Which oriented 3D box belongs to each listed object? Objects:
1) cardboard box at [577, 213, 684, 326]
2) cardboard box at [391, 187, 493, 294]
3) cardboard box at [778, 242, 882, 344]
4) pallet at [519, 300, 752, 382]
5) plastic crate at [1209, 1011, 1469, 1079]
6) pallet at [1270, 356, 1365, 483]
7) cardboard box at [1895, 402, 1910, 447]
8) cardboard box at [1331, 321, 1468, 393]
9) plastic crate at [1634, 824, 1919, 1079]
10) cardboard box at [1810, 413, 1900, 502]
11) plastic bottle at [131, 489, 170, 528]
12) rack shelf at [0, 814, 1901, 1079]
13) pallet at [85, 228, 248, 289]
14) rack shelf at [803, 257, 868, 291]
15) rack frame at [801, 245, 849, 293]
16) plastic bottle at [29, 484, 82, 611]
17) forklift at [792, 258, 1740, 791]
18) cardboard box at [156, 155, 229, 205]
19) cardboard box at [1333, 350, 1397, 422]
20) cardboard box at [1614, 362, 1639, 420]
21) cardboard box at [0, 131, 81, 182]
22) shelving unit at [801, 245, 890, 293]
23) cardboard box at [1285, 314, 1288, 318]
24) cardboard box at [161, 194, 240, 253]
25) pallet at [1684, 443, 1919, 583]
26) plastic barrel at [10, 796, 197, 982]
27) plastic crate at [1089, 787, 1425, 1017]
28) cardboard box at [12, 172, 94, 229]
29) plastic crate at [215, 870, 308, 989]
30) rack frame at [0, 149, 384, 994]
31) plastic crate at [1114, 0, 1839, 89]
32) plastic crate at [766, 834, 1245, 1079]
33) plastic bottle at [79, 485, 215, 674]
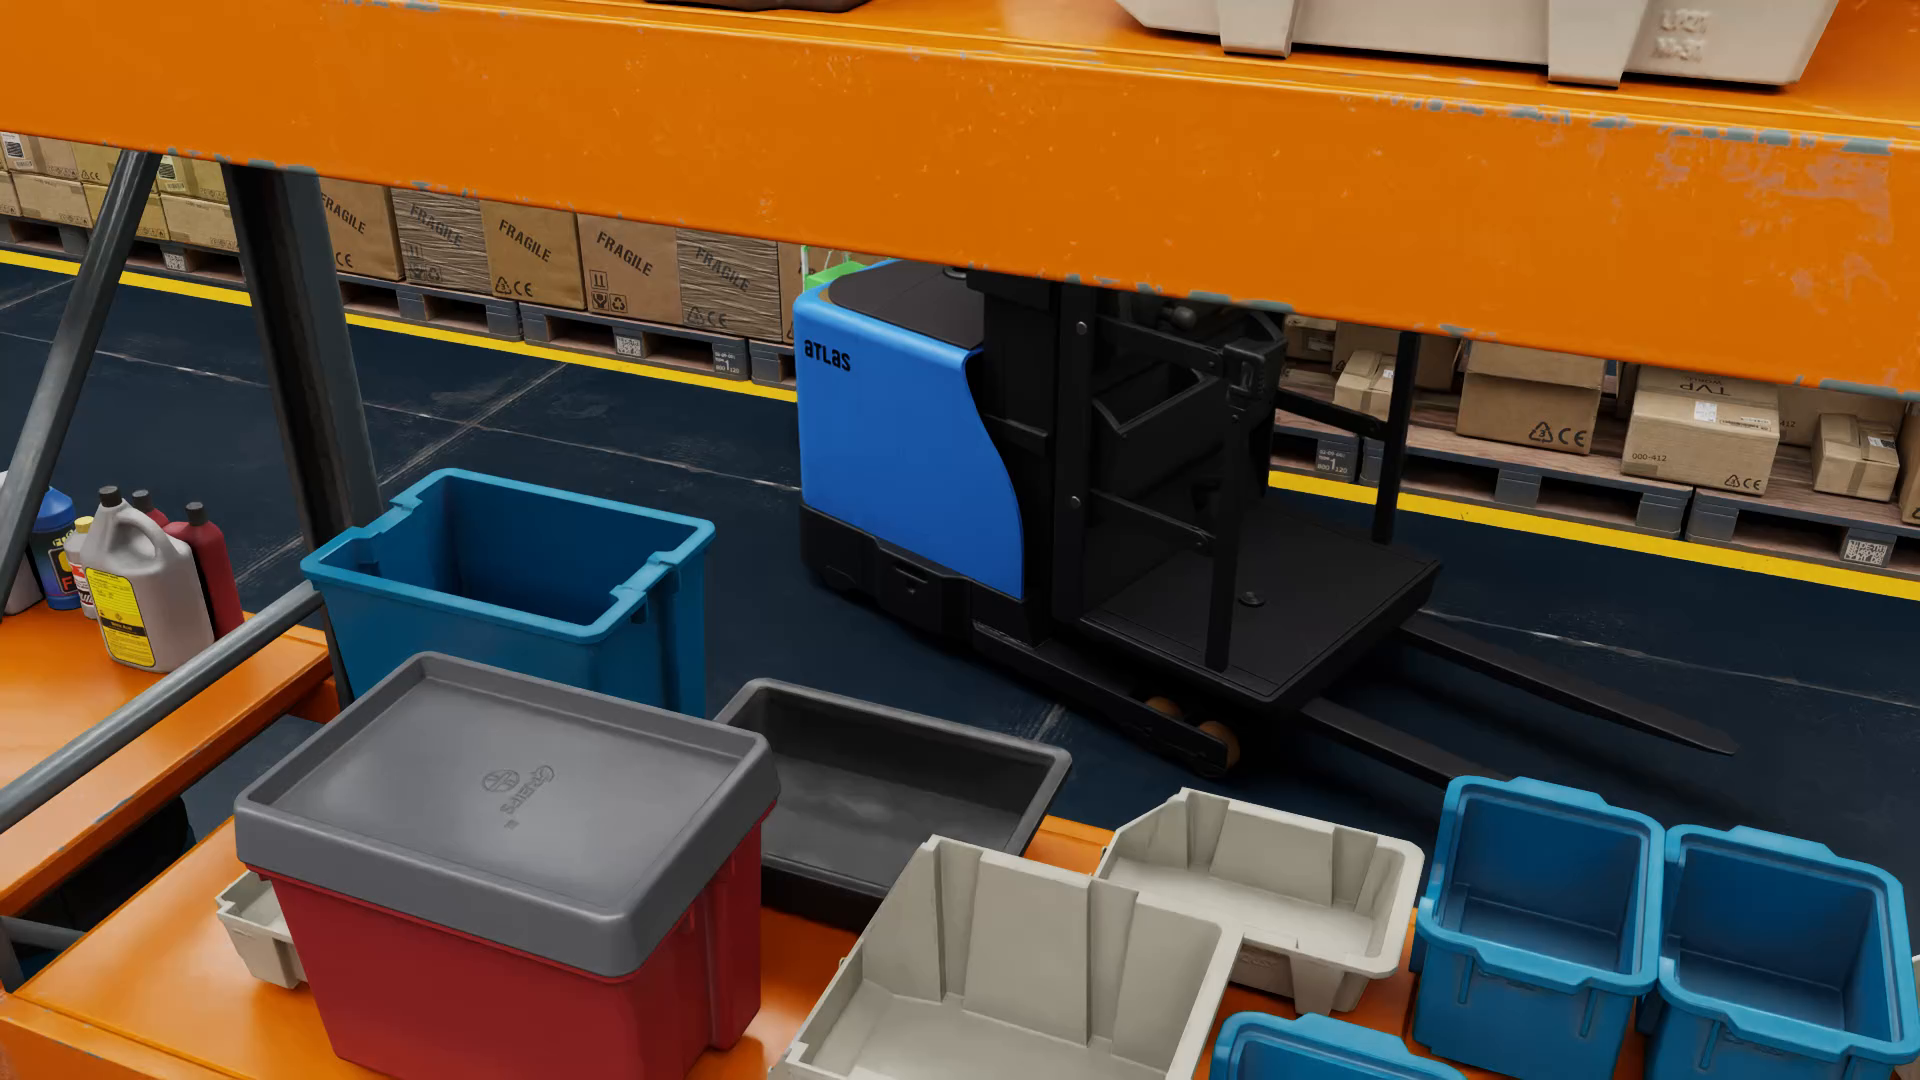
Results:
[{"bbox_3d":[-1.394,-1.340,7.666,0.500,0.500,0.500,10,31,17],"label":"cardboard box"},{"bbox_3d":[-2.343,-1.529,8.001,0.500,0.500,0.500,10,31,17],"label":"cardboard box"},{"bbox_3d":[-0.458,-1.154,7.337,0.500,0.500,0.500,11,31,19],"label":"cardboard box"},{"bbox_3d":[-1.340,-1.139,8.051,1.213,0.211,1.003,11,31,19],"label":"pallet"},{"bbox_3d":[0.403,0.787,1.919,0.300,0.233,0.416,11,31,19],"label":"plastic crate"},{"bbox_3d":[1.198,-0.653,7.192,1.213,0.211,1.003,11,31,19],"label":"pallet"},{"bbox_3d":[3.778,-0.493,6.507,0.250,0.166,0.380,11,31,19],"label":"cardboard box"},{"bbox_3d":[1.892,-0.901,7.081,0.500,0.311,0.500,11,31,19],"label":"cardboard box"},{"bbox_3d":[1.078,0.610,2.231,0.300,0.233,0.416,11,31,19],"label":"plastic crate"},{"bbox_3d":[3.331,-0.317,6.195,0.250,0.166,0.380,11,31,19],"label":"cardboard box"},{"bbox_3d":[-1.607,0.027,3.273,0.133,0.283,0.061,11,31,19],"label":"plastic bottle"},{"bbox_3d":[0.550,0.946,2.259,4.000,0.370,1.077,11,31,19],"label":"rack shelf"},{"bbox_3d":[-3.893,-1.691,9.027,1.213,0.211,1.003,11,31,19],"label":"pallet"},{"bbox_3d":[-0.331,-0.913,6.288,0.480,0.148,0.258,23,37,35],"label":"rack shelf"},{"bbox_3d":[-0.515,-0.839,6.515,0.015,1.200,0.240,23,37,35],"label":"rack frame"},{"bbox_3d":[-1.811,0.001,3.331,0.097,0.271,0.097,0,29,0],"label":"plastic bottle"},{"bbox_3d":[0.870,-0.858,4.789,3.031,2.935,1.130,23,37,35],"label":"forklift"},{"bbox_3d":[-3.722,-1.949,8.448,0.500,0.311,0.500,12,32,20],"label":"cardboard box"},{"bbox_3d":[1.675,-0.621,6.733,0.250,0.166,0.380,11,31,19],"label":"cardboard box"},{"bbox_3d":[2.945,-0.664,6.724,0.500,0.250,0.500,11,31,19],"label":"cardboard box"},{"bbox_3d":[-4.673,-2.137,8.780,0.500,0.311,0.500,11,31,19],"label":"cardboard box"},{"bbox_3d":[-0.331,-0.760,6.375,0.503,1.200,0.258,23,37,35],"label":"shelving unit"},{"bbox_3d":[1.197,-1.122,7.280,0.500,0.500,0.500,11,31,19],"label":"cardboard box"},{"bbox_3d":[-3.724,-1.707,8.589,0.500,0.250,0.500,12,32,20],"label":"cardboard box"},{"bbox_3d":[3.459,-0.202,6.393,1.213,0.211,1.003,11,31,19],"label":"pallet"},{"bbox_3d":[-1.801,0.885,3.341,0.708,0.901,0.600,11,31,19],"label":"plastic barrel"},{"bbox_3d":[0.423,0.537,2.459,0.466,0.136,0.293,11,31,19],"label":"plastic crate"},{"bbox_3d":[-4.667,-1.895,8.922,0.500,0.250,0.500,12,32,20],"label":"cardboard box"},{"bbox_3d":[-0.926,0.503,2.519,0.243,0.136,0.396,11,31,19],"label":"plastic crate"},{"bbox_3d":[-1.305,0.265,2.734,0.053,2.616,0.949,11,31,19],"label":"rack frame"},{"bbox_3d":[0.395,-0.457,1.230,0.530,0.136,0.437,11,31,19],"label":"plastic crate"},{"bbox_3d":[0.042,0.655,2.102,0.530,0.282,0.437,11,31,19],"label":"plastic crate"},{"bbox_3d":[-1.545,0.064,3.138,0.185,0.351,0.144,11,31,19],"label":"plastic bottle"}]
